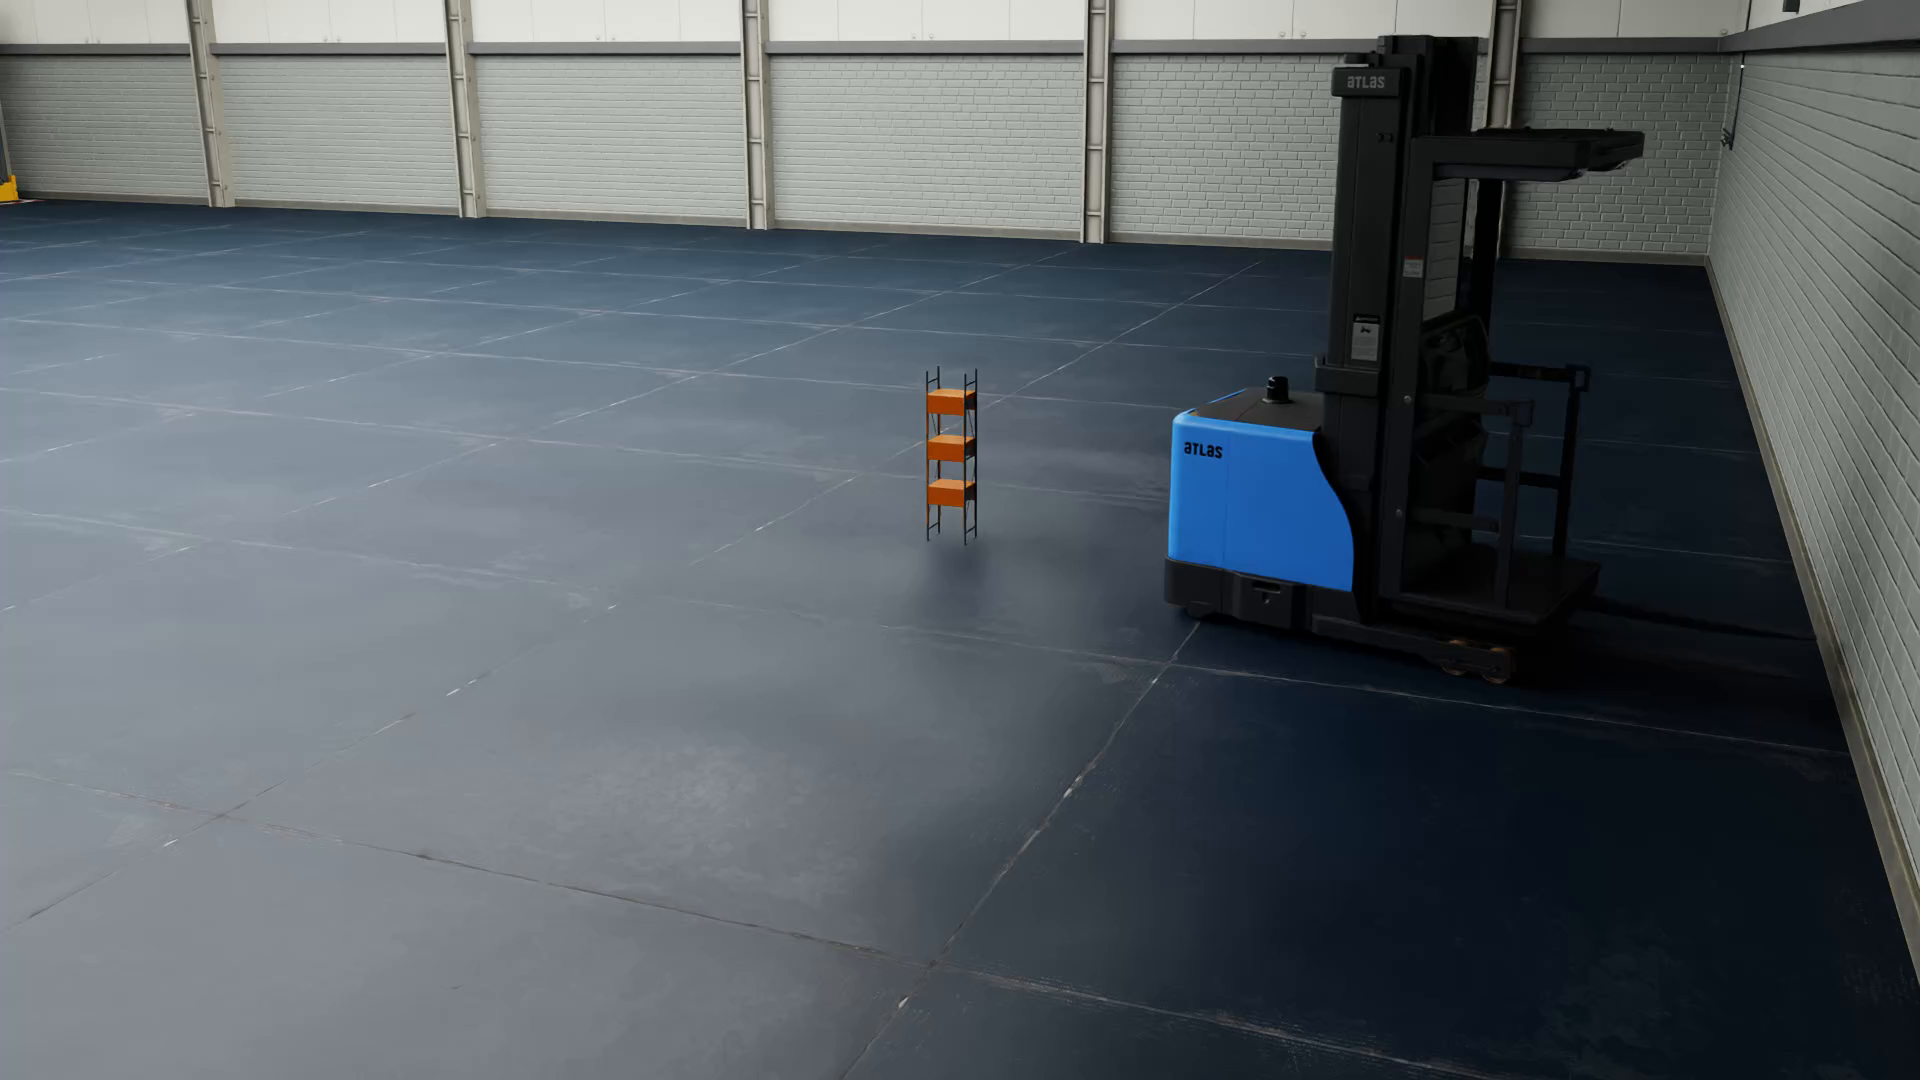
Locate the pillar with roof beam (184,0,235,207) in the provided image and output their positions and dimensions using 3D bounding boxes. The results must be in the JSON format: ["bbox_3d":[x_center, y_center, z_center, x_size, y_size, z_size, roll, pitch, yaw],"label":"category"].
[{"bbox_3d":[-16.173,-9.808,27.818,0.400,9.000,9.100,6,17,21],"label":"pillar with roof beam"}]

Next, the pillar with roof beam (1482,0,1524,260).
[{"bbox_3d":[6.153,-7.353,19.361,0.400,9.000,9.100,6,17,21],"label":"pillar with roof beam"}]

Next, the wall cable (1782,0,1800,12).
[{"bbox_3d":[6.490,-6.998,12.038,0.169,6.003,2.305,6,17,21],"label":"wall cable"}]

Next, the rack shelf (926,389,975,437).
[{"bbox_3d":[-0.050,-0.772,9.970,0.240,0.259,0.215,6,17,21],"label":"rack shelf"}]

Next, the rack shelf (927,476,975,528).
[{"bbox_3d":[-0.050,-0.233,10.127,0.240,0.259,0.215,6,17,21],"label":"rack shelf"}]

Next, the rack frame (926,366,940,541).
[{"bbox_3d":[-0.163,-0.522,10.089,0.008,1.050,0.200,6,17,21],"label":"rack frame"}]

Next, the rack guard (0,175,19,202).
[{"bbox_3d":[-19.835,-7.149,33.904,0.348,0.500,1.175,6,17,21],"label":"rack guard"}]

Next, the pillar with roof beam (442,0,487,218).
[{"bbox_3d":[-10.591,-9.194,25.704,0.400,9.000,9.100,6,17,21],"label":"pillar with roof beam"}]

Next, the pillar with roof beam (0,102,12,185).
[{"bbox_3d":[-21.754,-10.422,29.932,0.400,9.000,9.100,6,17,21],"label":"pillar with roof beam"}]

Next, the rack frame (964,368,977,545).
[{"bbox_3d":[0.064,-0.497,10.003,0.008,1.050,0.200,6,17,21],"label":"rack frame"}]

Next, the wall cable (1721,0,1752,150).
[{"bbox_3d":[9.988,-6.334,21.420,0.112,2.526,3.097,6,17,21],"label":"wall cable"}]

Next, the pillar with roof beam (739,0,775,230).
[{"bbox_3d":[-5.010,-8.581,23.589,0.400,9.000,9.100,6,17,21],"label":"pillar with roof beam"}]

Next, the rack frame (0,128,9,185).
[{"bbox_3d":[-19.858,-8.352,33.564,0.127,3.000,1.000,6,17,21],"label":"rack frame"}]

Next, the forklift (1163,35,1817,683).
[{"bbox_3d":[2.587,-0.900,8.016,3.031,2.935,1.130,11,19,33],"label":"forklift"}]

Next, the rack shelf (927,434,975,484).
[{"bbox_3d":[-0.050,-0.499,10.049,0.240,0.259,0.215,6,17,21],"label":"rack shelf"}]

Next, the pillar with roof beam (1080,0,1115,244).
[{"bbox_3d":[0.572,-7.967,21.475,0.400,9.000,9.100,6,17,21],"label":"pillar with roof beam"}]

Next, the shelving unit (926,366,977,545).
[{"bbox_3d":[-0.050,-0.510,10.046,0.252,1.050,0.215,6,17,21],"label":"shelving unit"}]
